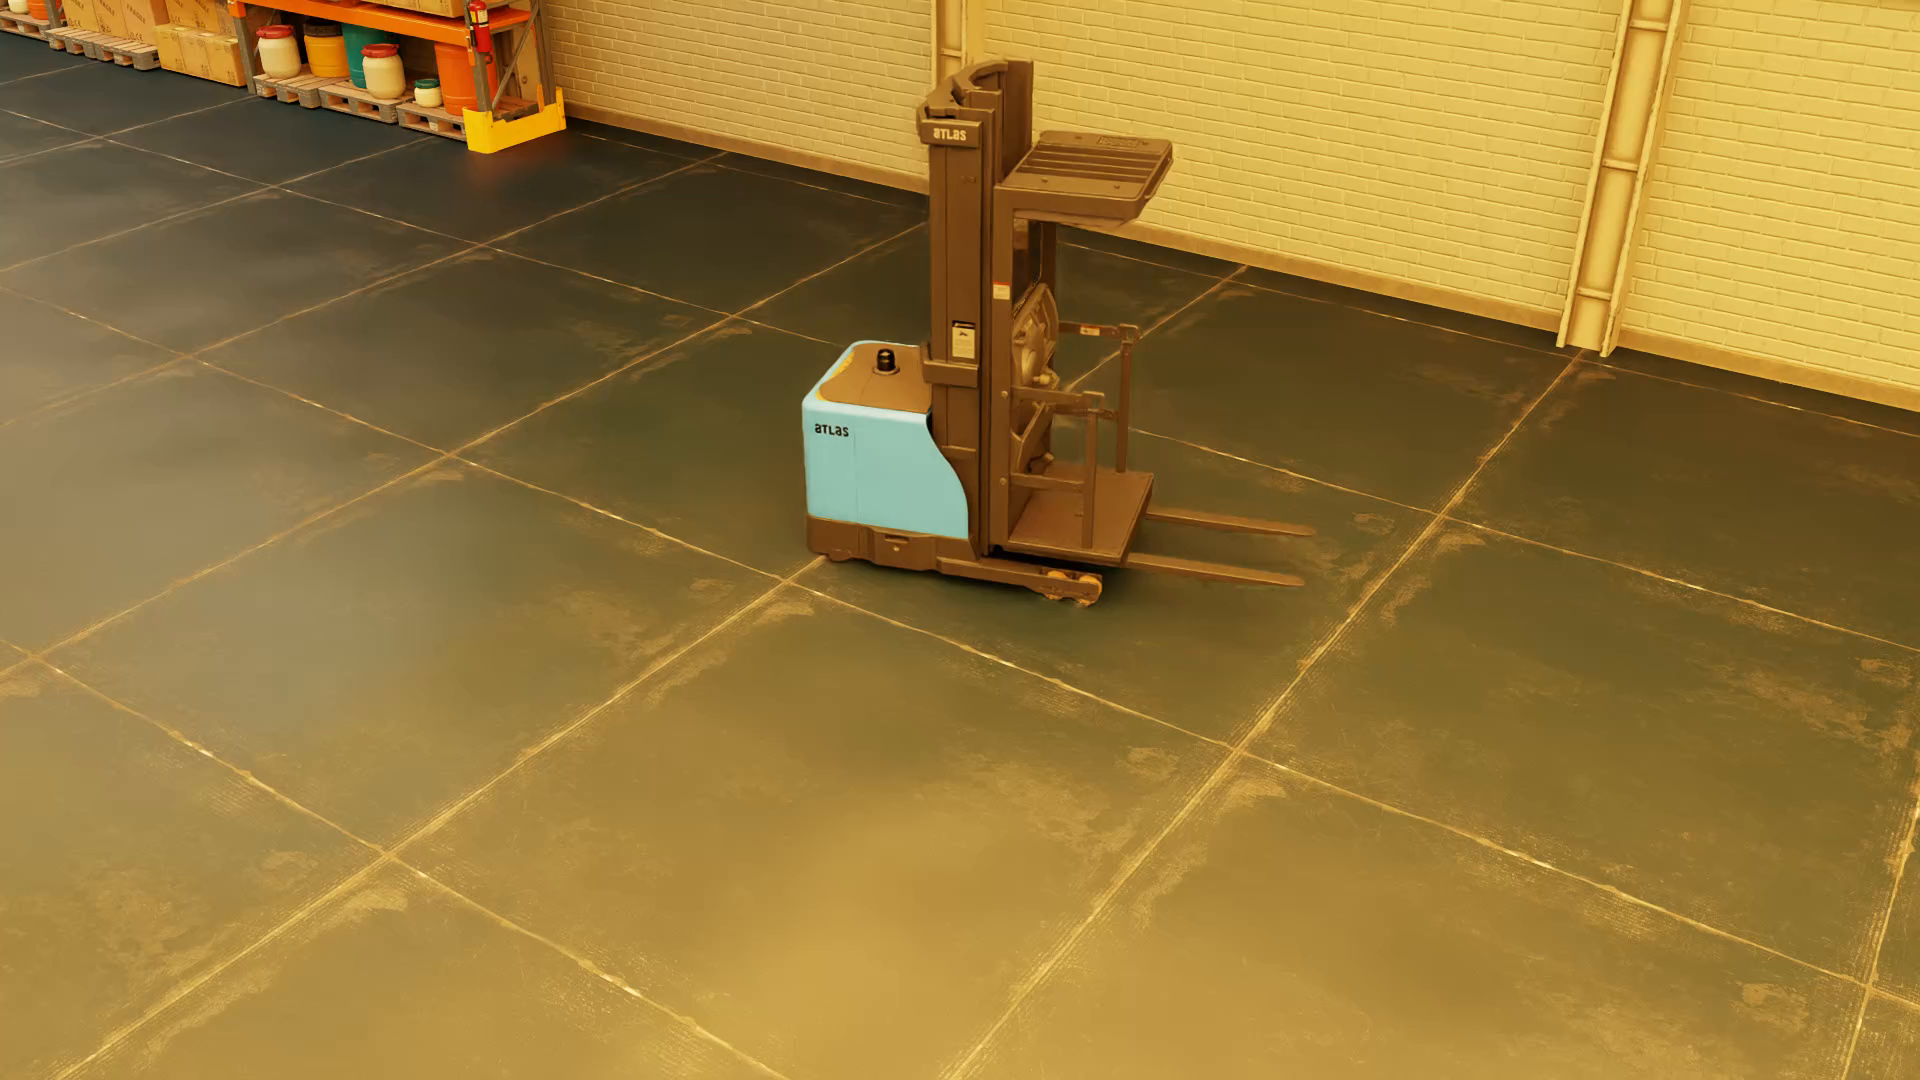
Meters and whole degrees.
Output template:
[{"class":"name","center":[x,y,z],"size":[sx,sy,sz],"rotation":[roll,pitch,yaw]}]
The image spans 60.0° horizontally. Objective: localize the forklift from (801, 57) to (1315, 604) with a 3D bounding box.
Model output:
[{"class":"forklift","center":[0.622,-1.185,9.621],"size":[3.031,2.935,1.130],"rotation":[8,31,14]}]
